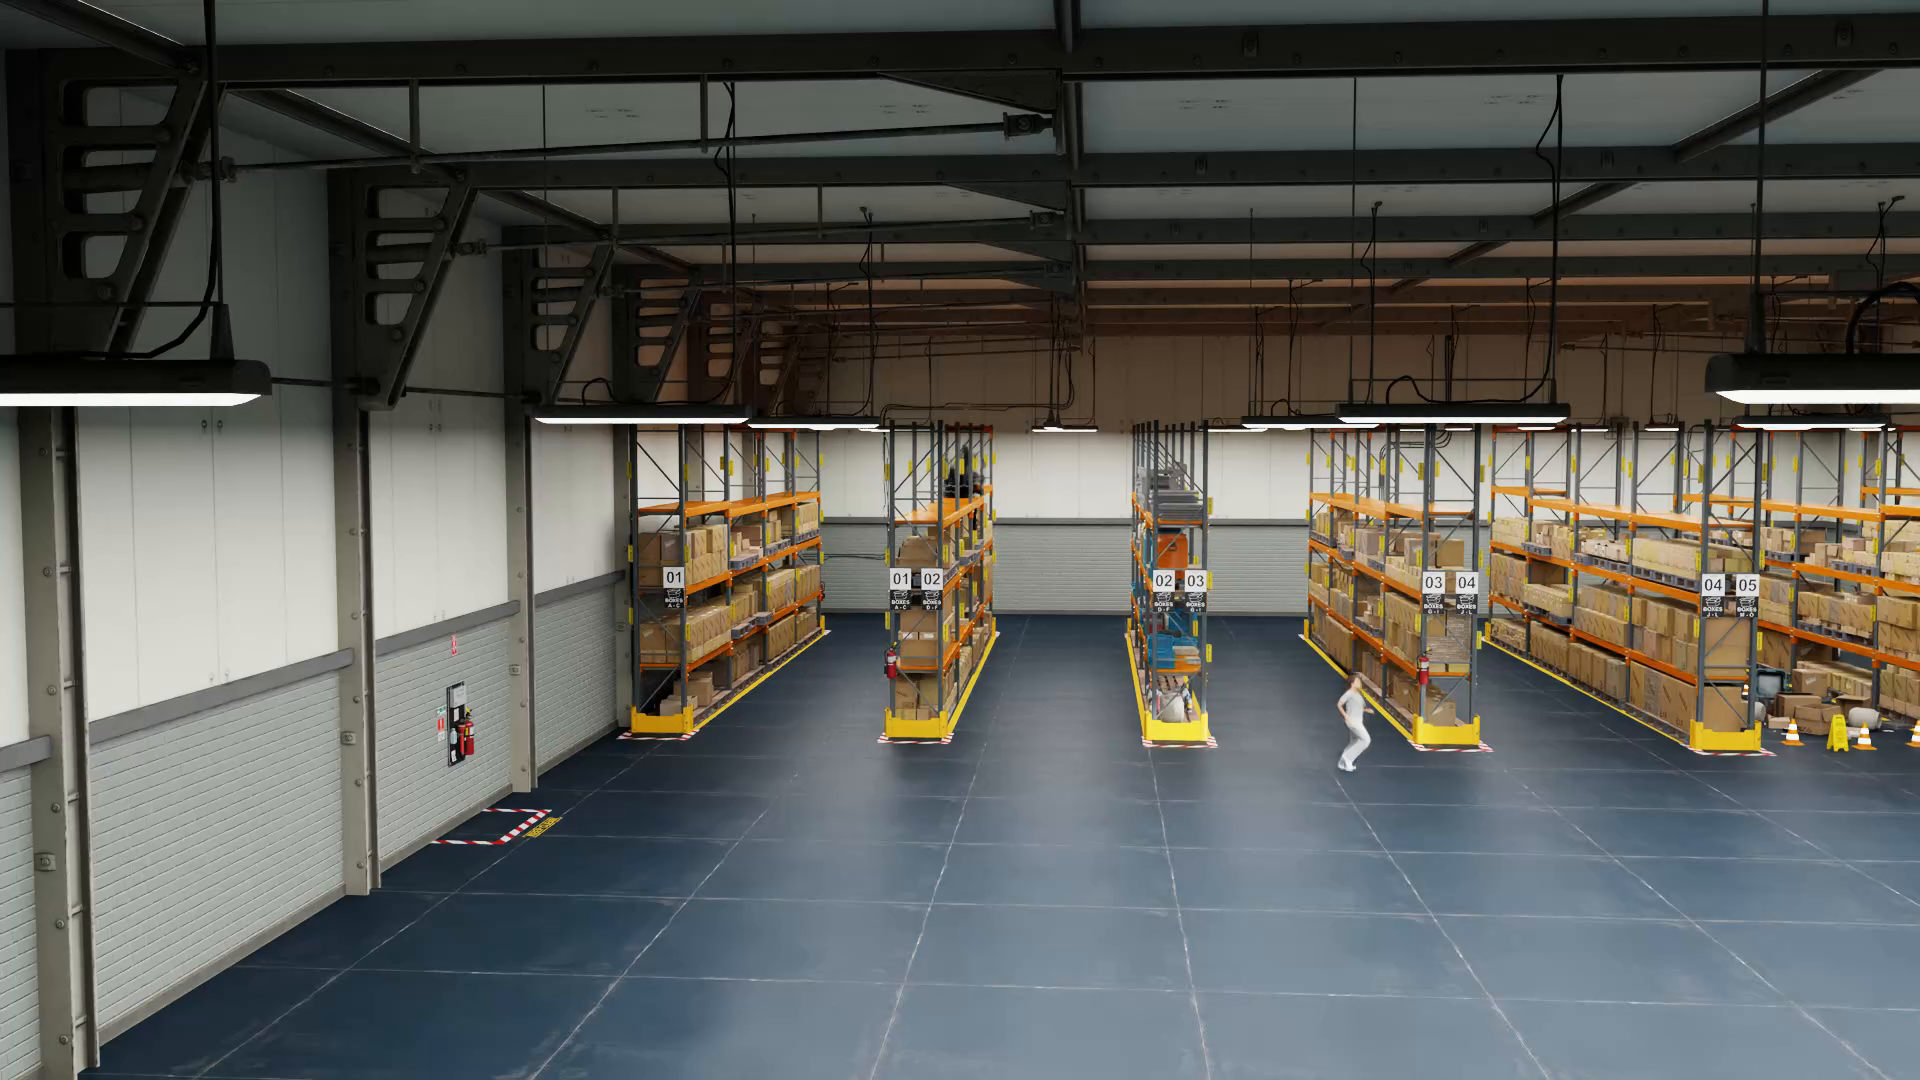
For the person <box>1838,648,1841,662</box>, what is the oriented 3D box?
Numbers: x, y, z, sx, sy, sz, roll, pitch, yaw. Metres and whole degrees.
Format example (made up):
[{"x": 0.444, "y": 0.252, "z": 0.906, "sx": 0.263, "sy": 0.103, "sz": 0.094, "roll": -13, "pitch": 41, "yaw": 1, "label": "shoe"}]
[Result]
[{"x": 21.644, "y": 2.262, "z": 41.007, "sx": 0.682, "sy": 1.749, "sz": 0.687, "roll": 0, "pitch": 4, "yaw": 5, "label": "person"}]

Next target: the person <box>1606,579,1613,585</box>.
[{"x": 18.495, "y": 1.883, "z": 47.432, "sx": 0.604, "sy": 1.674, "sz": 0.660, "roll": 0, "pitch": 4, "yaw": -2, "label": "person"}]

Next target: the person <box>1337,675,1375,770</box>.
[{"x": 6.718, "y": 3.104, "z": 28.195, "sx": 0.619, "sy": 1.633, "sz": 0.551, "roll": 2, "pitch": 4, "yaw": 29, "label": "person"}]
